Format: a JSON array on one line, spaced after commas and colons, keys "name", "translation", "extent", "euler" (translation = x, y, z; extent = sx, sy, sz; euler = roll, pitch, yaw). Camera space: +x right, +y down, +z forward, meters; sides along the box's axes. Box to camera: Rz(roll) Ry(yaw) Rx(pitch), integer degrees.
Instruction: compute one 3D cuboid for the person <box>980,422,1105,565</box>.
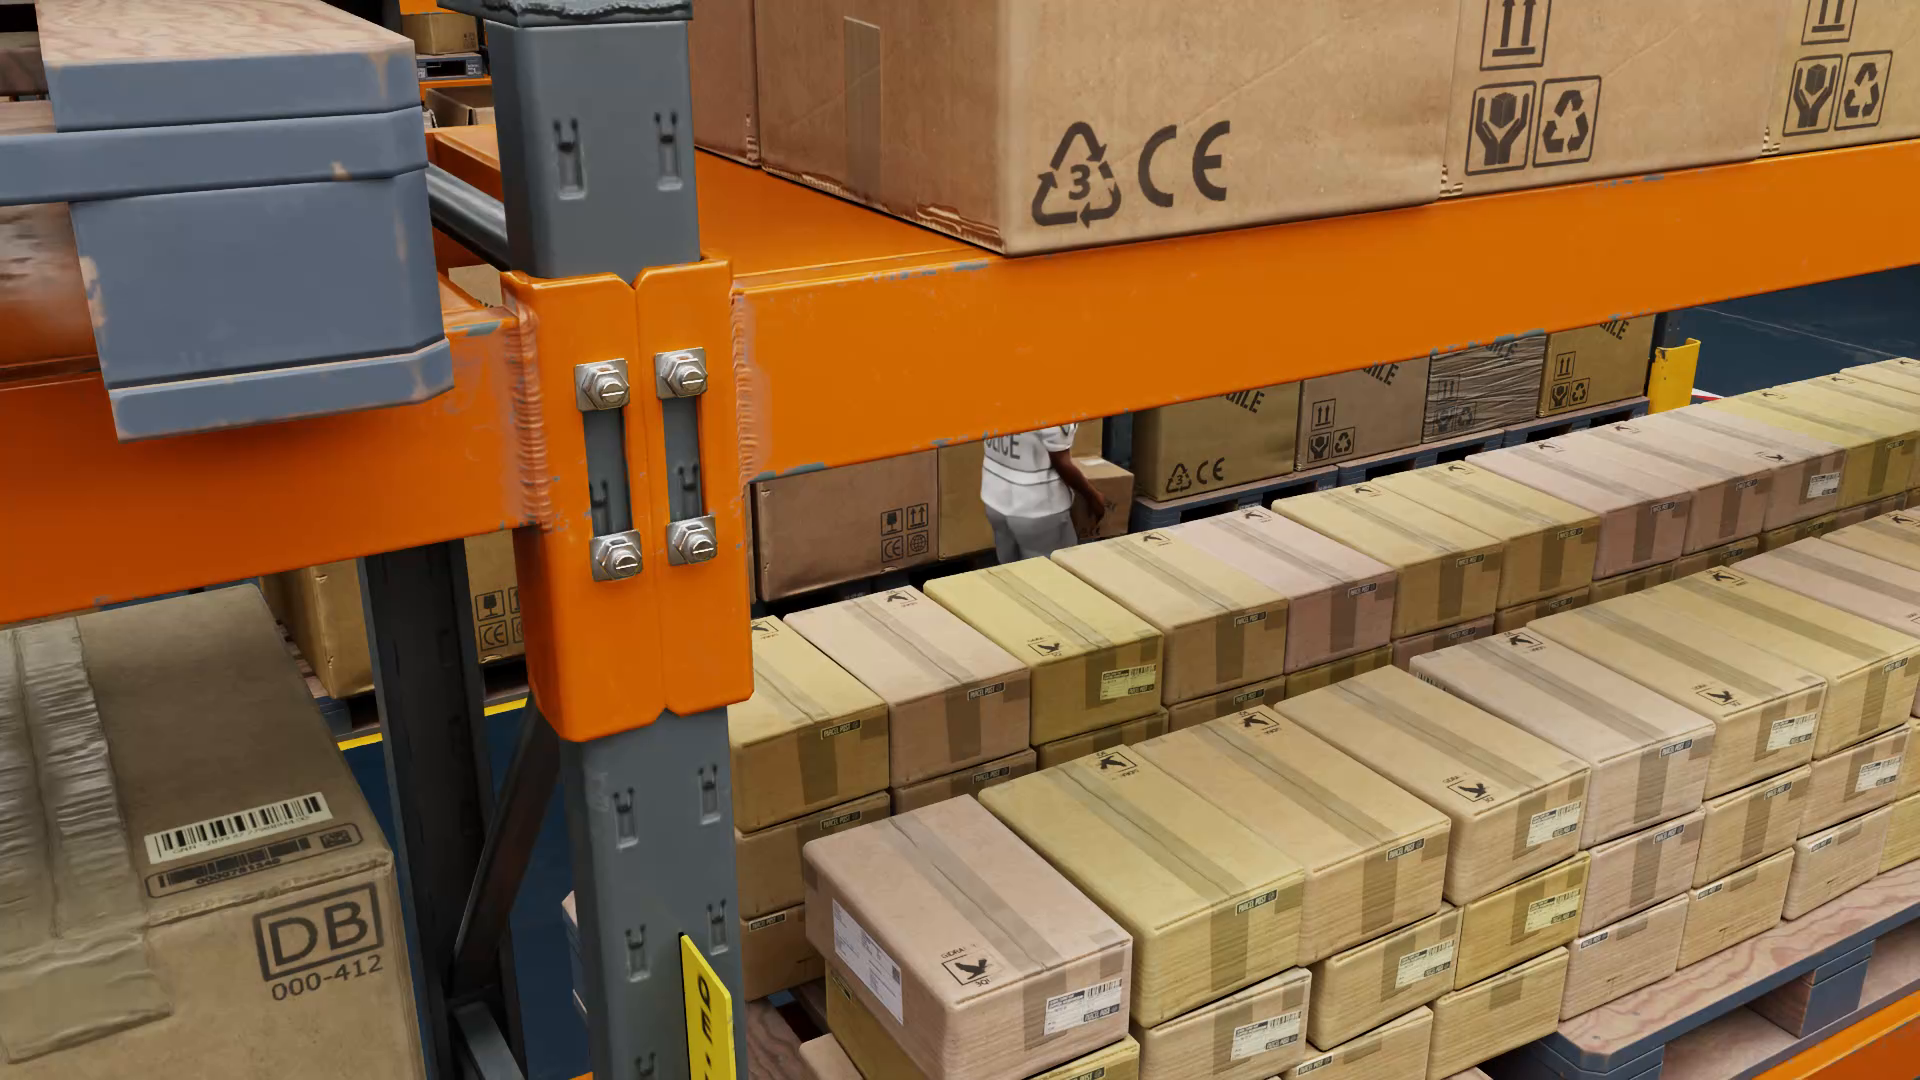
[{"name": "person", "translation": [0.313, -0.139, 6.398], "extent": [0.442, 1.686, 0.475], "euler": [-13, 25, -29]}]
